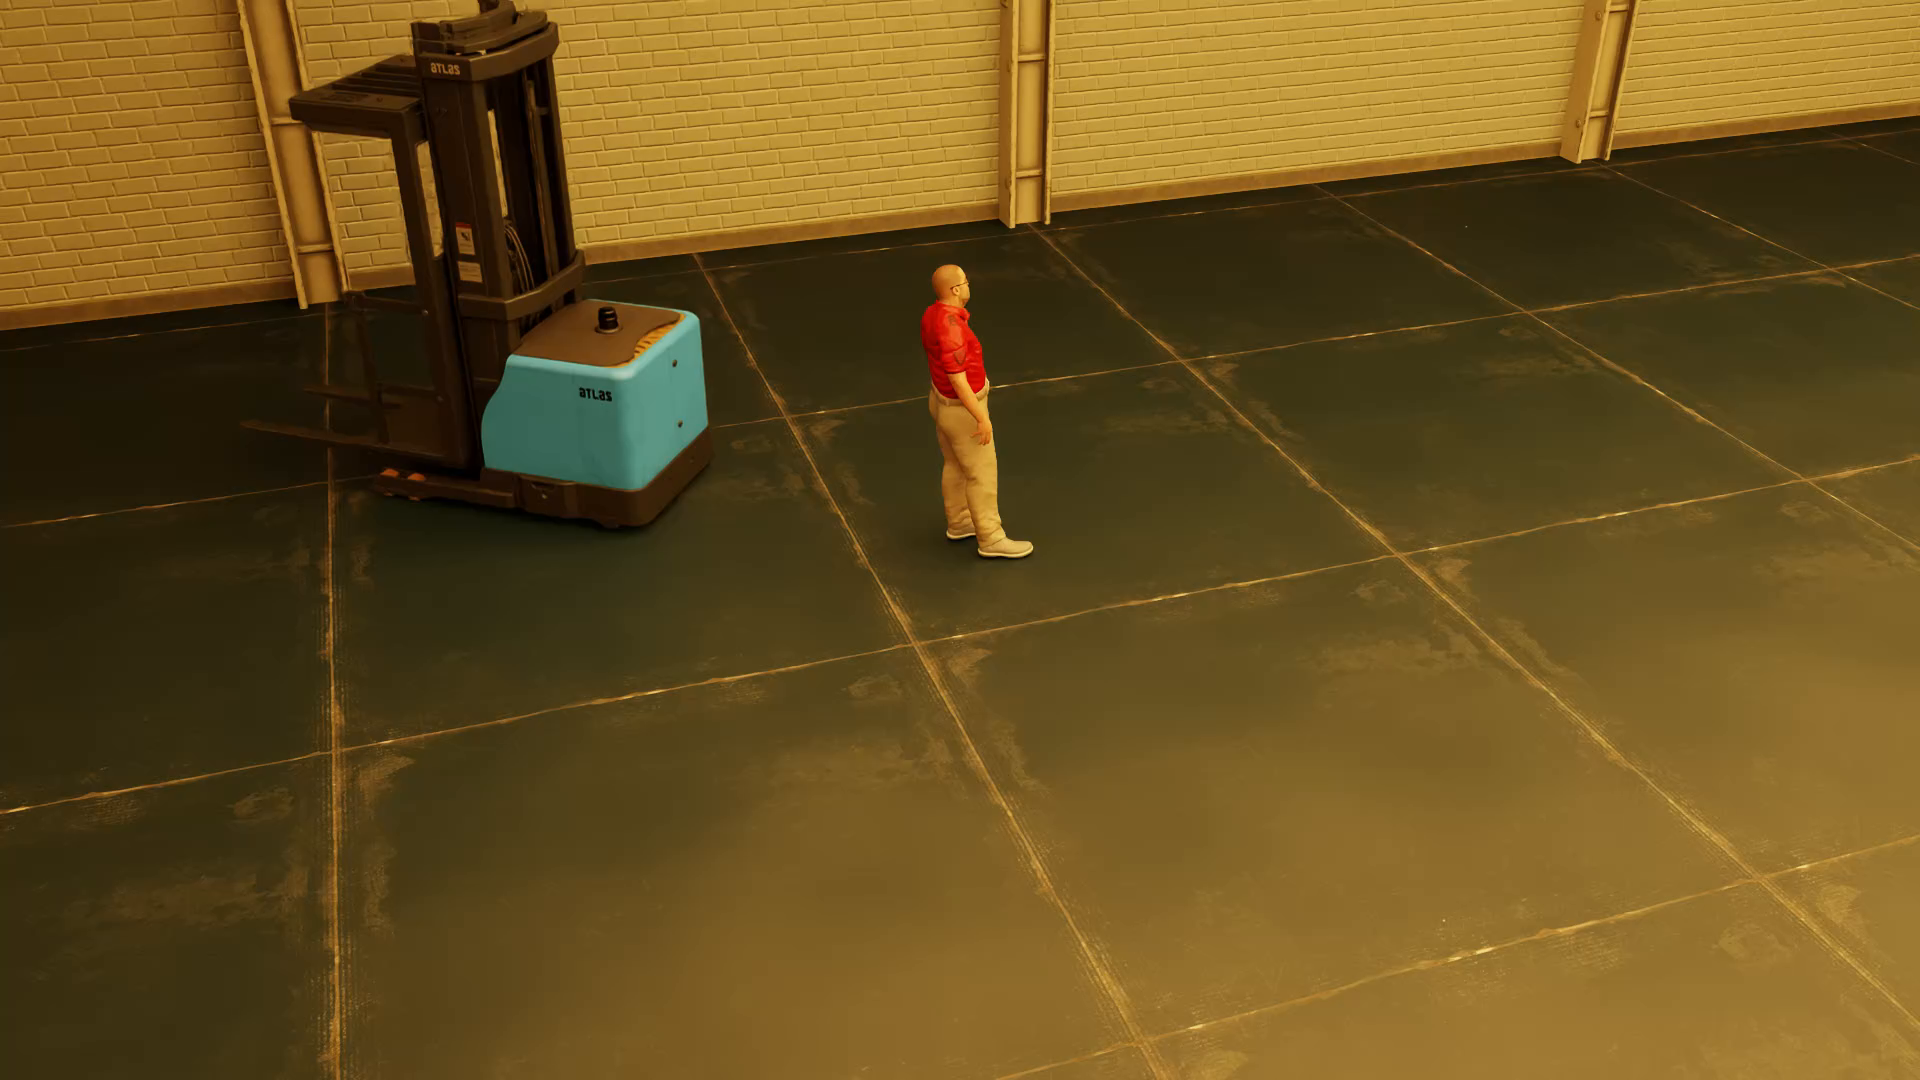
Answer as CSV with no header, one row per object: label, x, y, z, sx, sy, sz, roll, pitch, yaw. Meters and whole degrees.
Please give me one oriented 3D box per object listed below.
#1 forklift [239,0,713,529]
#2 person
forklift,-3.180,-1.758,10.142,3.031,2.935,1.130,9,31,15
person,0.089,-0.764,9.606,0.551,1.727,0.640,-10,31,-16
